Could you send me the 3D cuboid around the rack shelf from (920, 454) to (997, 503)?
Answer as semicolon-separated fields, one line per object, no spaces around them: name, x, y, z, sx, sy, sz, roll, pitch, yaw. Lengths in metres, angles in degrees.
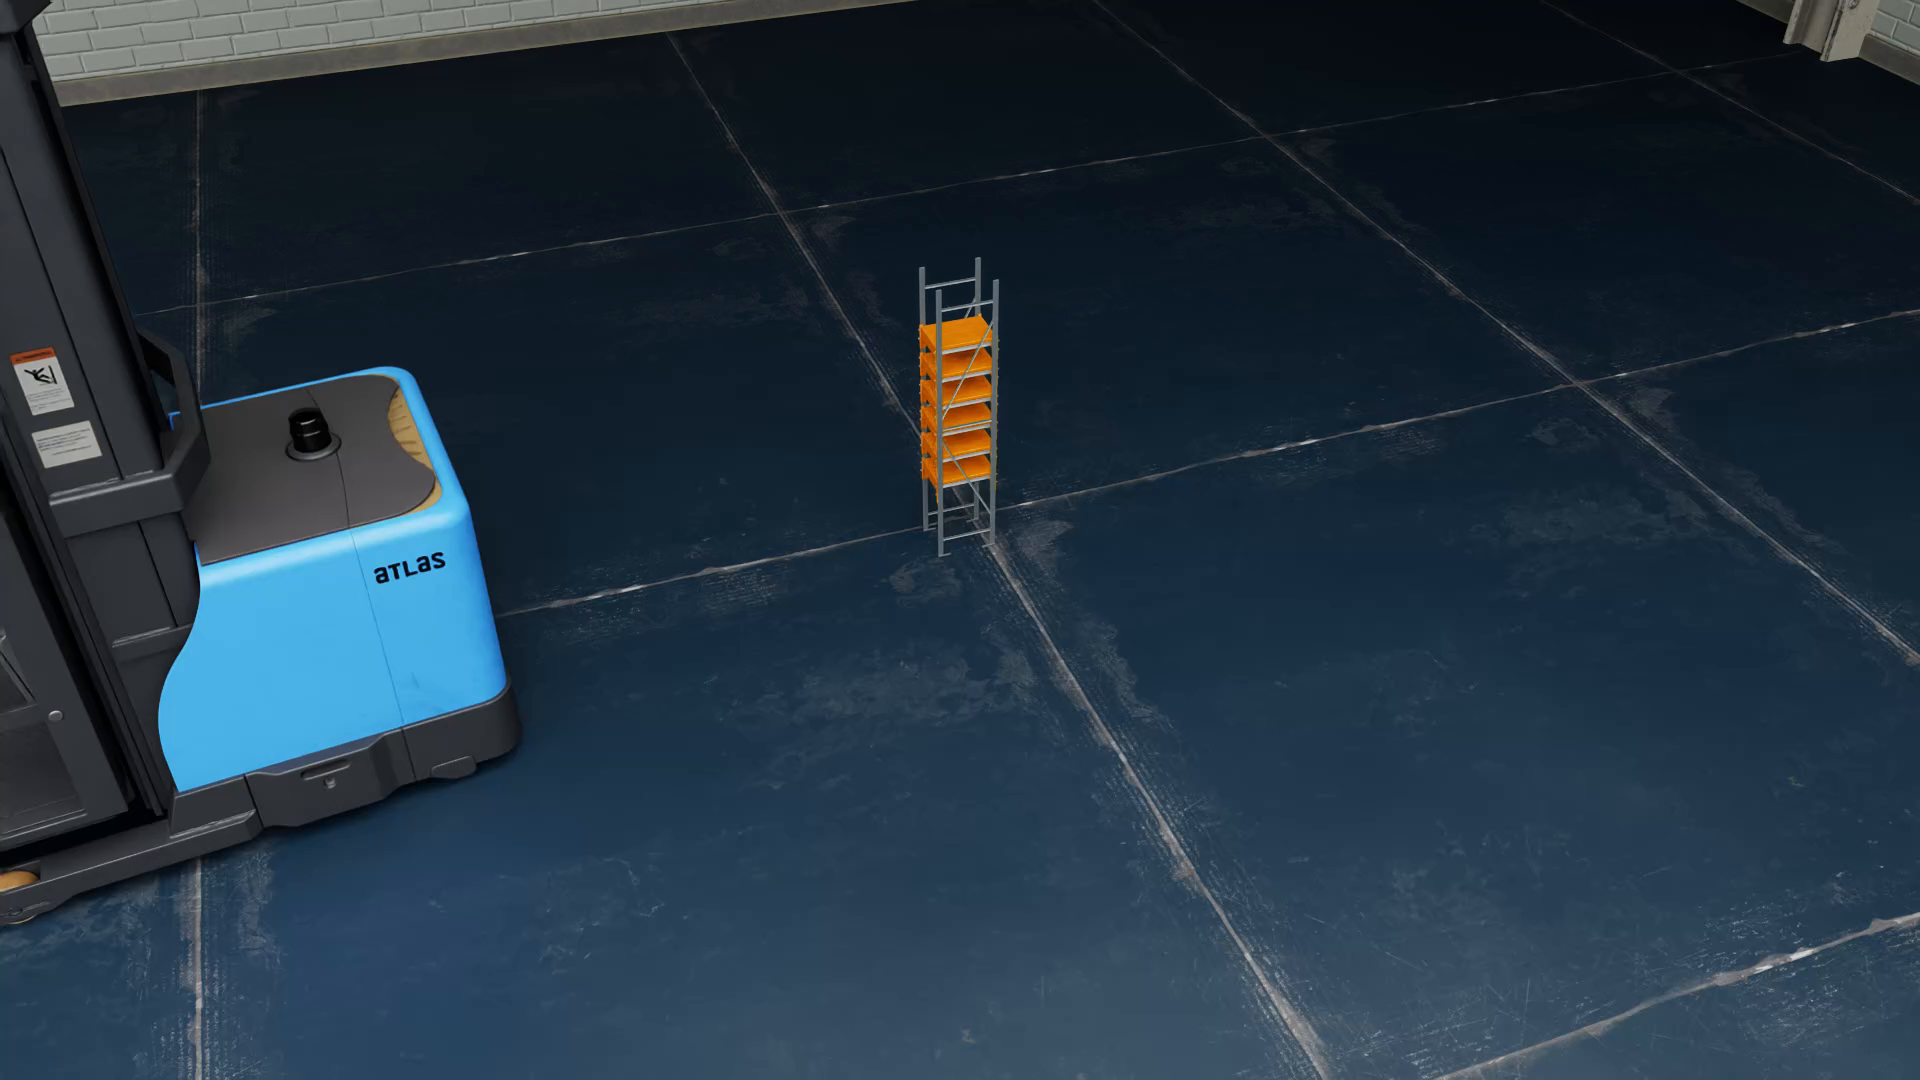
rack shelf;-0.005;-0.260;6.571;0.258;0.103;0.180;-12;39;-16

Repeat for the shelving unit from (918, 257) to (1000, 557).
shelving unit;-0.005;-0.487;6.400;0.258;1.200;0.189;-12;39;-16

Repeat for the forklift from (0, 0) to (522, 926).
forklift;-3.067;-0.292;4.701;3.031;2.935;1.130;-16;40;-20

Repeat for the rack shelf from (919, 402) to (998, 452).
rack shelf;-0.005;-0.452;6.427;0.258;0.103;0.180;-12;39;-16

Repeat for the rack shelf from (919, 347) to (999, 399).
rack shelf;-0.005;-0.644;6.282;0.258;0.103;0.180;-12;39;-16

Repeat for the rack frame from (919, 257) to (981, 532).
rack frame;-0.036;-0.539;6.468;0.240;1.200;0.006;-12;39;-16

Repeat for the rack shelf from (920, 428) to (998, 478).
rack shelf;-0.005;-0.356;6.499;0.258;0.103;0.180;-12;39;-16

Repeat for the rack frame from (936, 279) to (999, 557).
rack frame;0.026;-0.436;6.331;0.240;1.200;0.006;-12;39;-16

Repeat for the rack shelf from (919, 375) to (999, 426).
rack shelf;-0.005;-0.548;6.354;0.258;0.103;0.180;-12;39;-16

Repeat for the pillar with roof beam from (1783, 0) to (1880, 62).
pillar with roof beam;1.714;-5.985;7.217;9.100;9.000;0.400;-12;39;-16

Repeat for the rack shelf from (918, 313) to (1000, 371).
rack shelf;-0.005;-0.739;6.210;0.258;0.103;0.180;-12;39;-16
